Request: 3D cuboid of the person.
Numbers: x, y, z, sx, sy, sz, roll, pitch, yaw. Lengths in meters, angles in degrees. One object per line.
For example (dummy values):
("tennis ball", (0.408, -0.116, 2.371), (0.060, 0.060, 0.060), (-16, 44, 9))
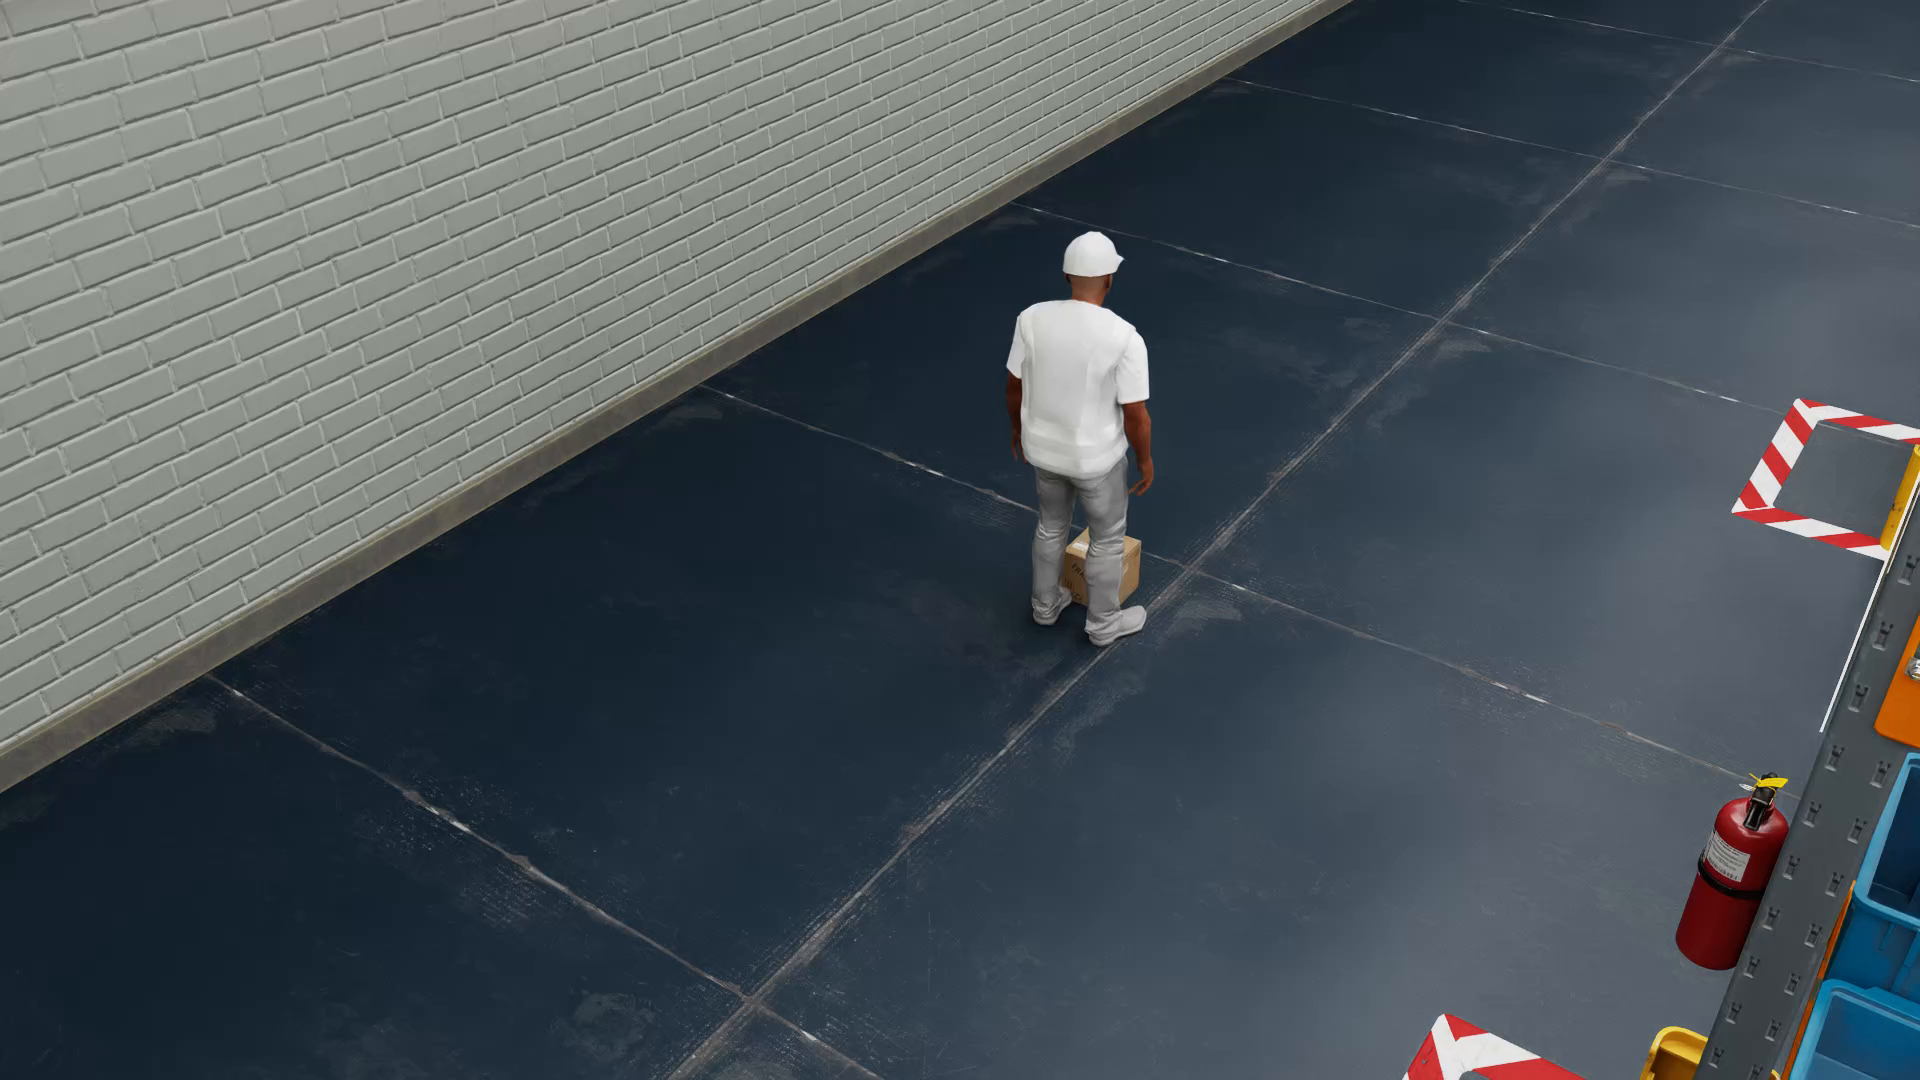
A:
("person", (0.485, -0.388, 6.695), (0.633, 1.759, 0.462), (19, 39, 25))
